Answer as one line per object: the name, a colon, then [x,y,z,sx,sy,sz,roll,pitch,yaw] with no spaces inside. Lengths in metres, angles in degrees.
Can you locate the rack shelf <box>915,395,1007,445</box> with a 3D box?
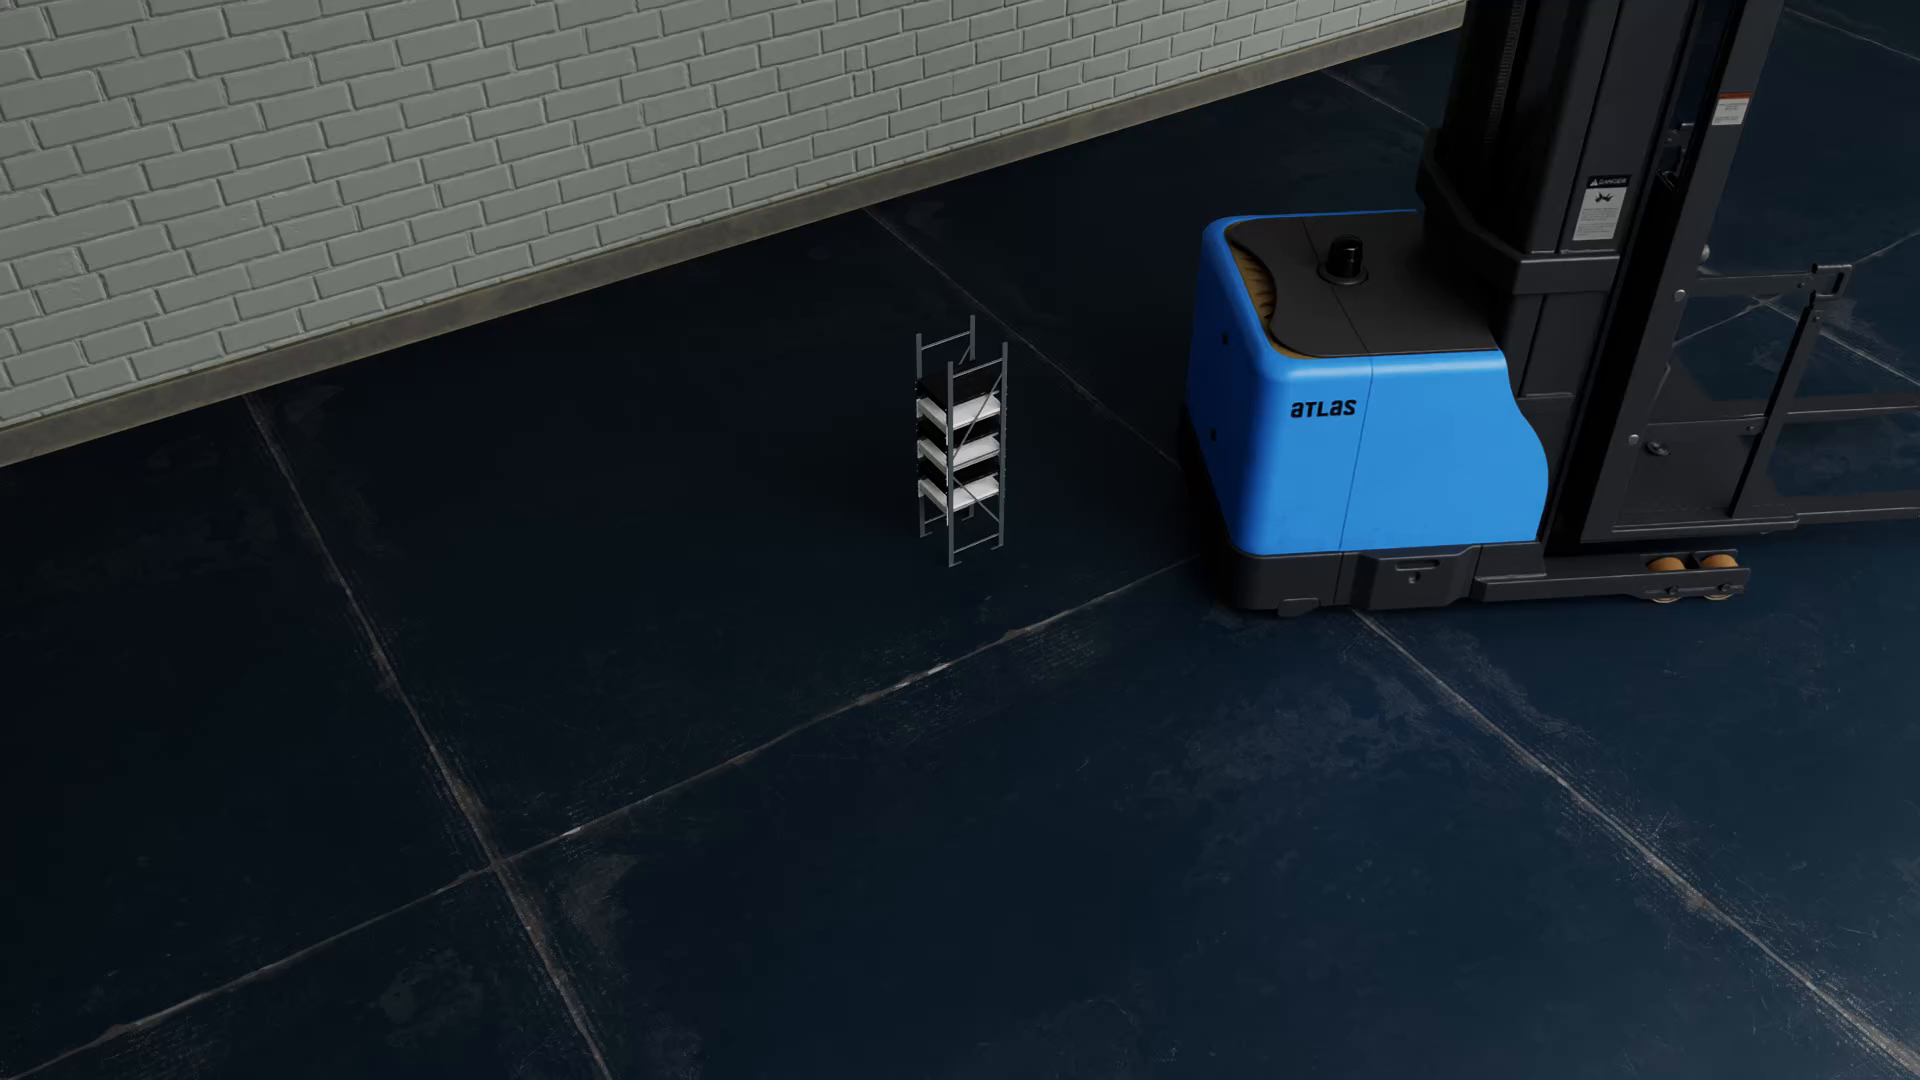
rack shelf: [0.004,-0.454,5.863,0.258,0.077,0.200,-22,45,-24]

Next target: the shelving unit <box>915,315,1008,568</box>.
shelving unit: [0.004,-0.341,5.957,0.258,0.900,0.210,-22,45,-24]

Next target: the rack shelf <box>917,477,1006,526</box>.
rack shelf: [0.004,-0.177,6.093,0.258,0.077,0.200,-22,45,-24]

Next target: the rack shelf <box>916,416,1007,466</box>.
rack shelf: [0.004,-0.385,5.920,0.258,0.077,0.200,-22,45,-24]

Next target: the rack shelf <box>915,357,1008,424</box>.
rack shelf: [0.004,-0.523,5.805,0.258,0.077,0.200,-22,45,-24]

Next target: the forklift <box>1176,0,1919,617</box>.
forklift: [2.399,-1.236,5.443,3.031,2.935,1.130,-3,40,-4]

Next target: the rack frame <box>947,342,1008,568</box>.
rack frame: [0.059,-0.286,5.891,0.240,0.900,0.006,-22,45,-24]

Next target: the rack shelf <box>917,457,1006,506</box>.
rack shelf: [0.004,-0.247,6.036,0.258,0.077,0.200,-22,45,-24]

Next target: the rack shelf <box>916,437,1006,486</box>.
rack shelf: [0.004,-0.316,5.978,0.258,0.077,0.200,-22,45,-24]

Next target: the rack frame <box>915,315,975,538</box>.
rack frame: [-0.050,-0.396,6.023,0.240,0.900,0.006,-22,45,-24]
